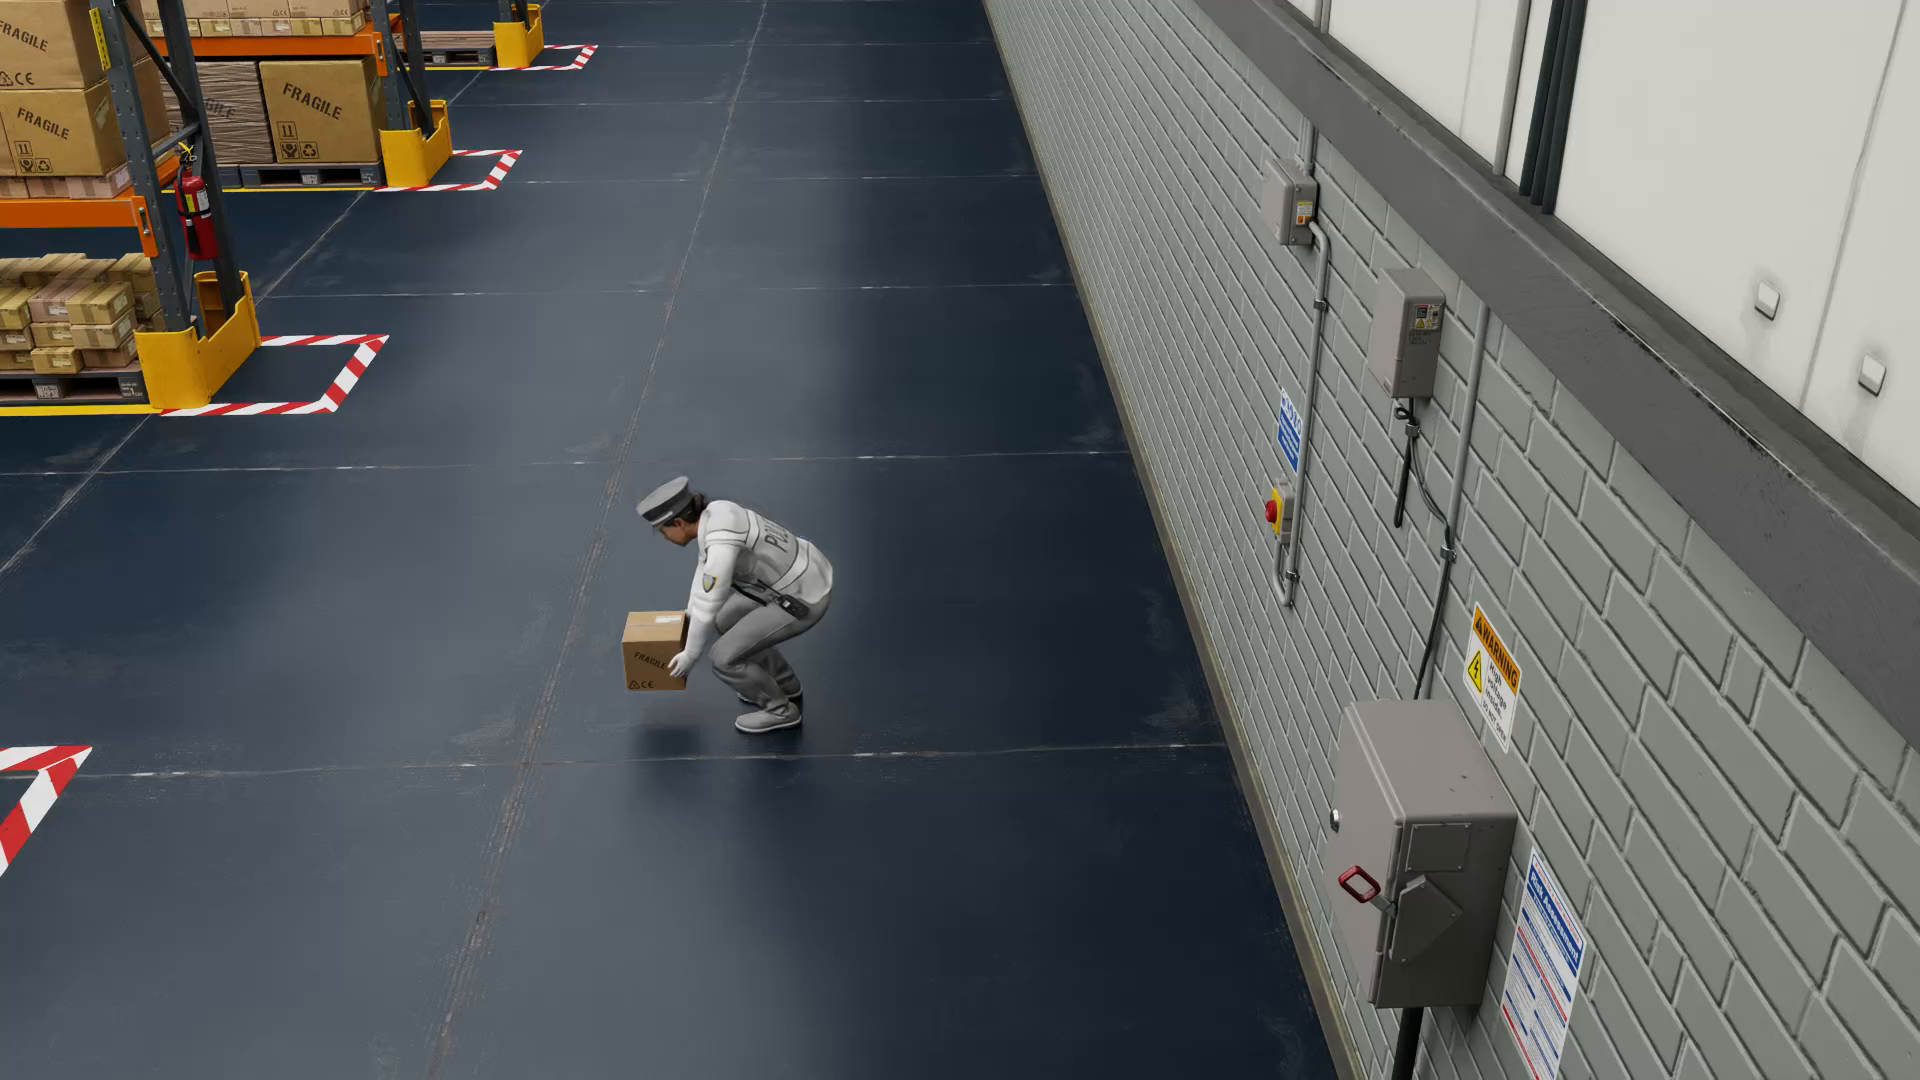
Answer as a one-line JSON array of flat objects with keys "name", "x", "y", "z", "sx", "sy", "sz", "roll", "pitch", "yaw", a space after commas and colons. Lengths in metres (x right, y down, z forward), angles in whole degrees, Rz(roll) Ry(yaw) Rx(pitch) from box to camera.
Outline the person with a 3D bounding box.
[{"name": "person", "x": -0.934, "y": 0.264, "z": 7.056, "sx": 0.796, "sy": 1.163, "sz": 0.520, "roll": -1, "pitch": 28, "yaw": -3}]
